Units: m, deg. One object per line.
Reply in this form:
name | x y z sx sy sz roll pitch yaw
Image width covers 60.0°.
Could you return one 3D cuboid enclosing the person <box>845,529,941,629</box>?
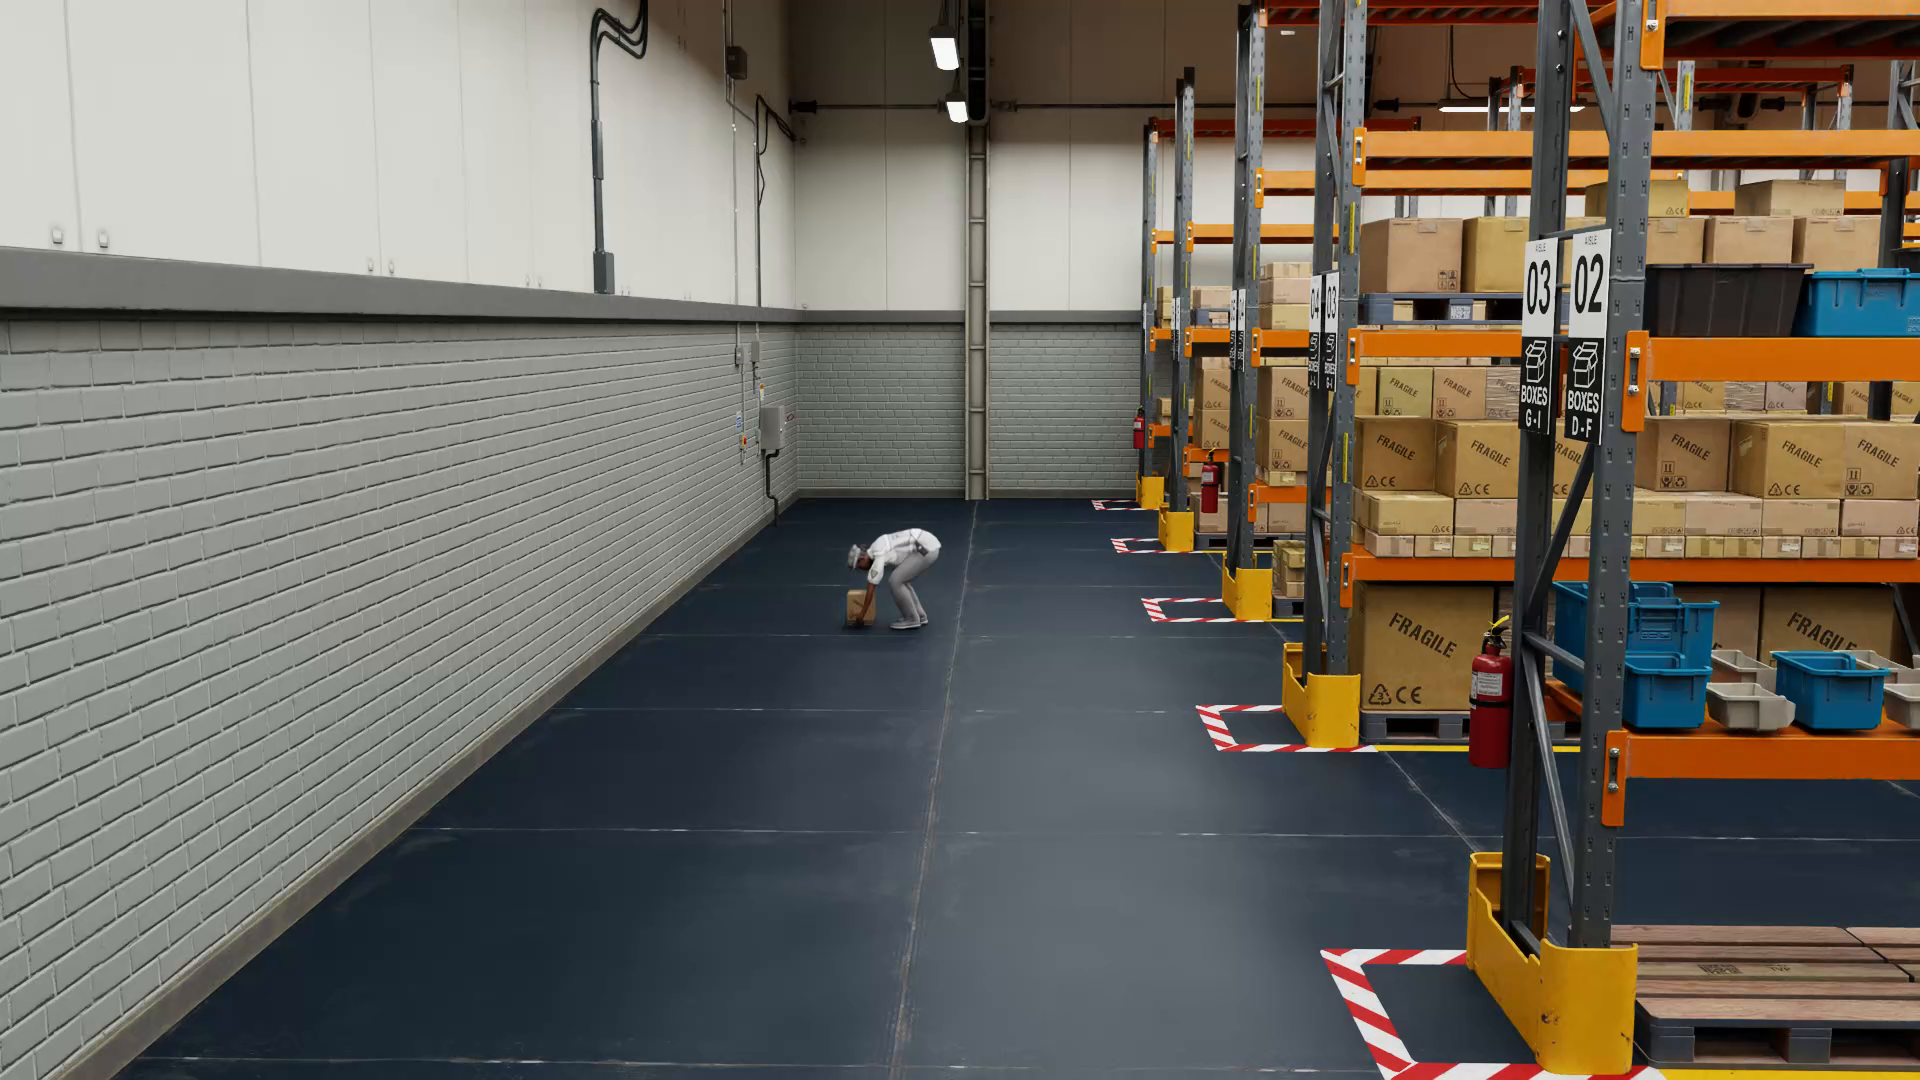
person | -0.634 0.367 15.785 0.909 0.935 0.448 0 7 -2
